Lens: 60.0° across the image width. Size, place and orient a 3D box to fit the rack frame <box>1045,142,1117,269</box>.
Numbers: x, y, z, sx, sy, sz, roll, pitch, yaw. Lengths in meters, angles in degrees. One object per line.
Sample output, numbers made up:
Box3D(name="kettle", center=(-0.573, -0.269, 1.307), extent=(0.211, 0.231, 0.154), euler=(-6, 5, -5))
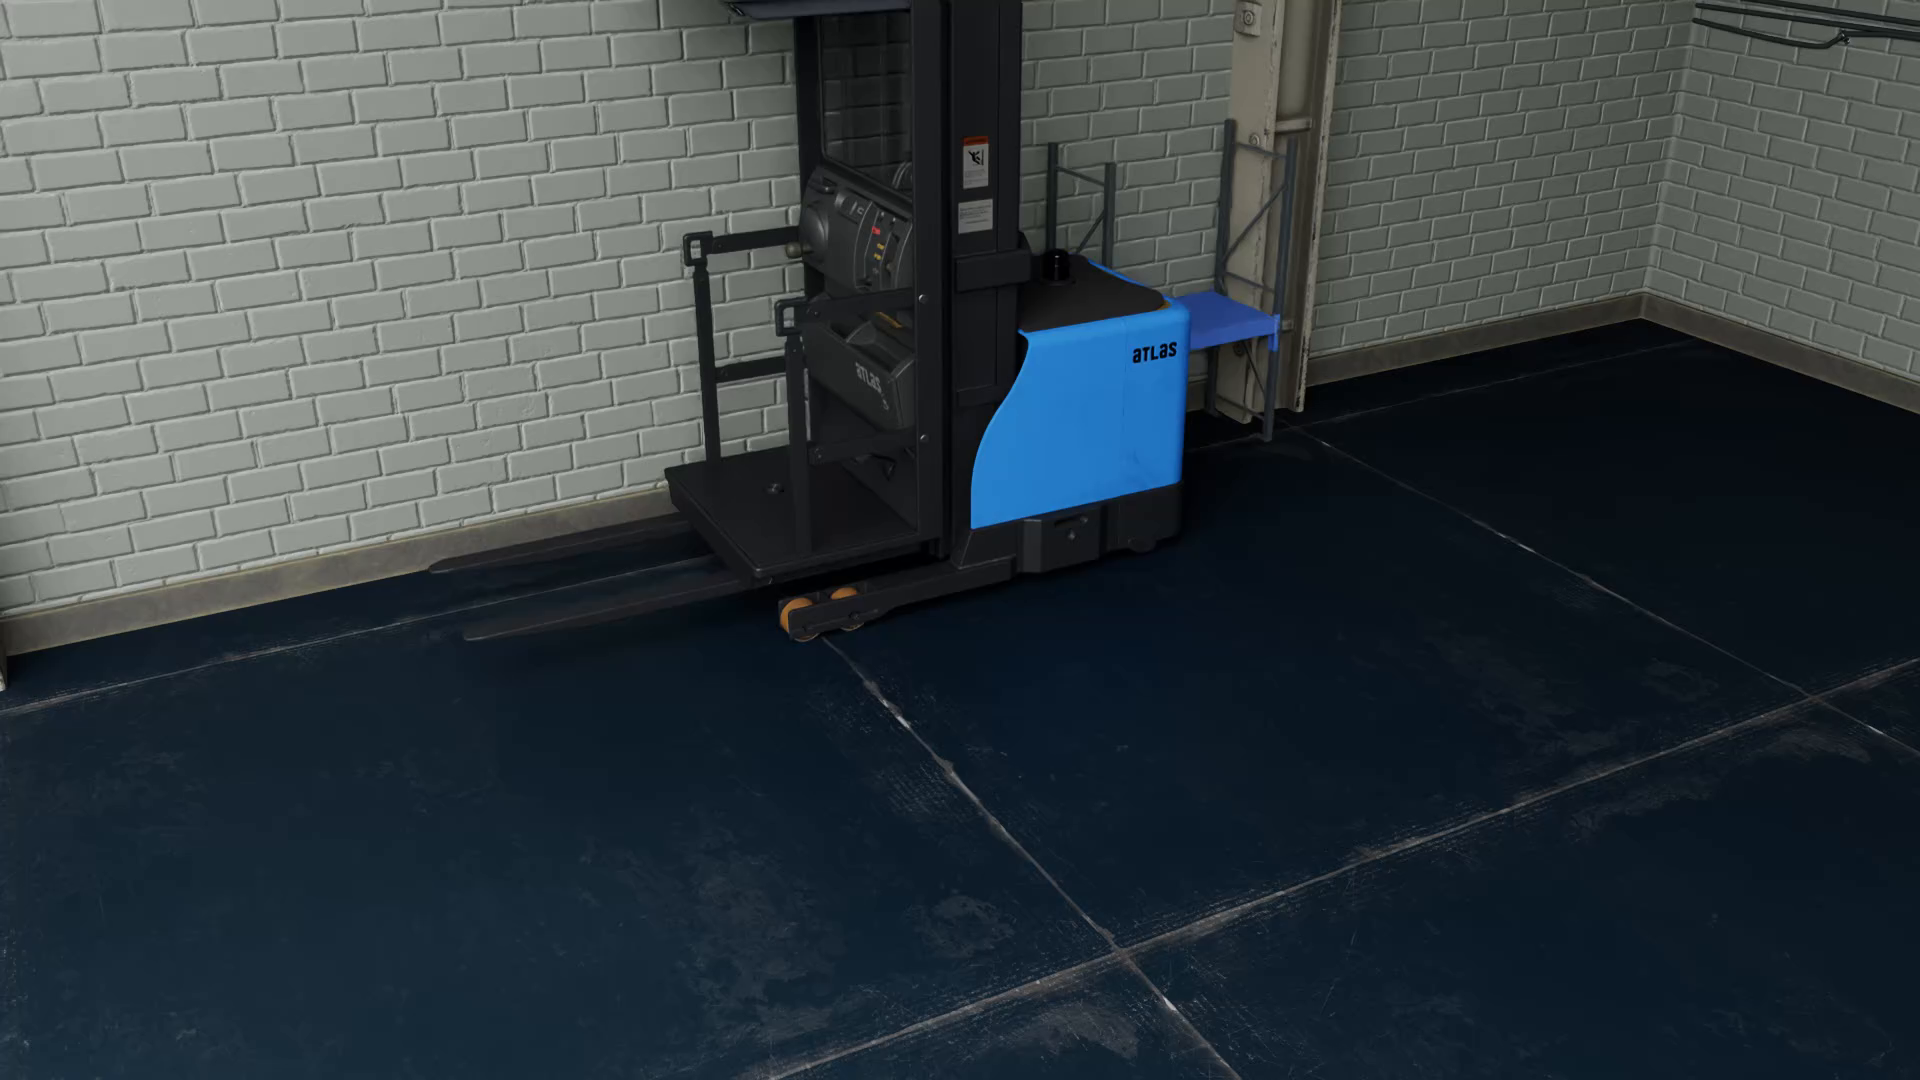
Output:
Box3D(name="rack frame", center=(0.536, -1.037, 7.676), extent=(0.032, 1.500, 0.500), euler=(-14, 29, -27))

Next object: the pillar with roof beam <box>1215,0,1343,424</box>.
Box3D(name="pillar with roof beam", center=(3.572, -3.105, 3.319), extent=(0.400, 9.000, 9.100), euler=(-13, 29, -25))

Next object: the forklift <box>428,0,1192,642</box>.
Box3D(name="forklift", center=(-0.589, -1.189, 6.340), extent=(3.031, 2.935, 1.130), euler=(-13, 28, -25))

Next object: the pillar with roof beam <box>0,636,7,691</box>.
Box3D(name="pillar with roof beam", center=(-1.722, -1.882, 0.774), extent=(0.400, 9.000, 9.100), euler=(-13, 29, -25))

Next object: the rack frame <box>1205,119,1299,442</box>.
Box3D(name="rack frame", center=(1.415, -1.258, 8.138), extent=(0.032, 1.500, 0.500), euler=(-14, 29, -27))

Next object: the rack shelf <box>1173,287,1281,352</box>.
Box3D(name="rack shelf", center=(0.975, -0.985, 7.985), extent=(1.000, 0.185, 0.538), euler=(-14, 29, -27))

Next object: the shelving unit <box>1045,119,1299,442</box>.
Box3D(name="shelving unit", center=(0.975, -1.148, 7.907), extent=(1.048, 1.500, 0.538), euler=(-14, 29, -27))

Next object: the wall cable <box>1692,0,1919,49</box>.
Box3D(name="wall cable", center=(4.768, -3.444, 7.613), extent=(0.112, 2.526, 3.097), euler=(-13, 29, -25))
